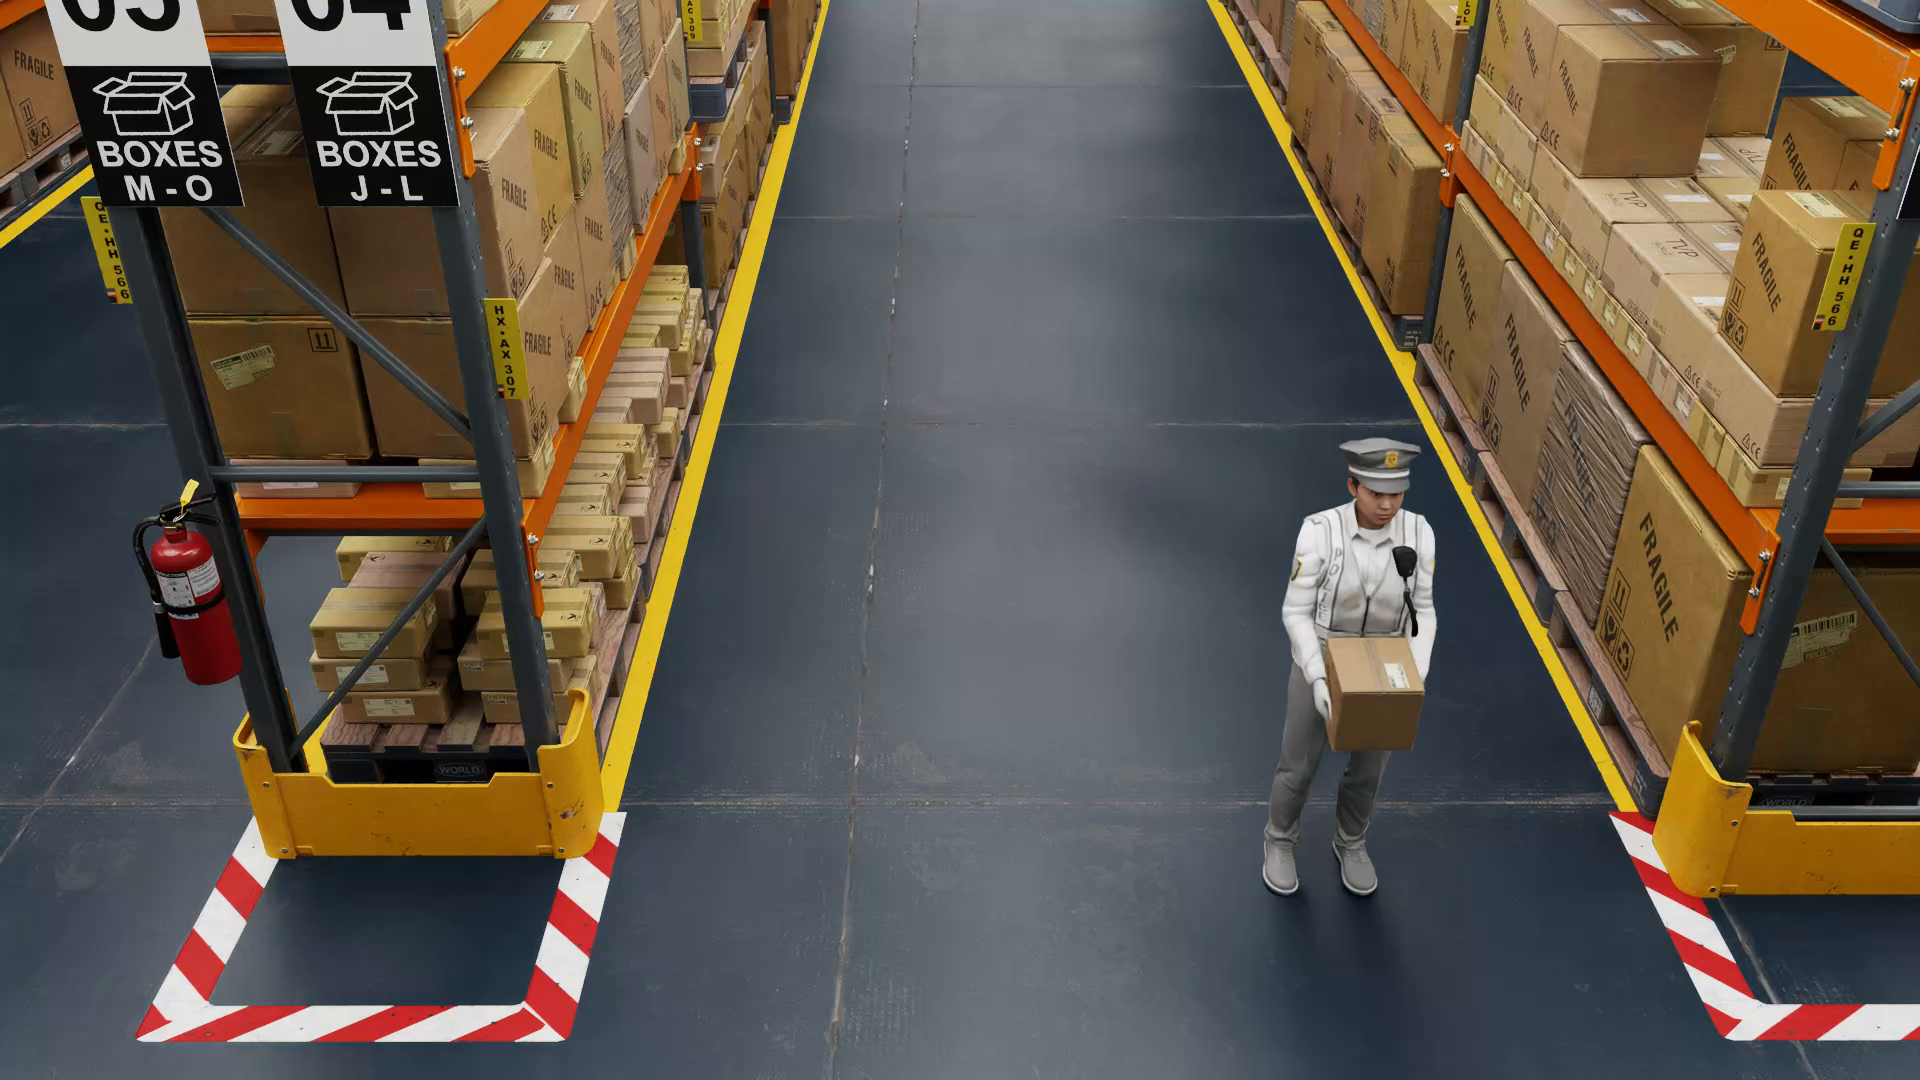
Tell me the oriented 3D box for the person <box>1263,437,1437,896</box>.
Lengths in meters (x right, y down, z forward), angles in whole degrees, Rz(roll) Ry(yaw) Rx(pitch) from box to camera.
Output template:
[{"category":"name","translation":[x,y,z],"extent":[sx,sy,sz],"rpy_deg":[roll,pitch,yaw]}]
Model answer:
[{"category":"person","translation":[1.271,0.456,5.367],"extent":[0.489,1.692,0.489],"rpy_deg":[0,32,-1]}]
